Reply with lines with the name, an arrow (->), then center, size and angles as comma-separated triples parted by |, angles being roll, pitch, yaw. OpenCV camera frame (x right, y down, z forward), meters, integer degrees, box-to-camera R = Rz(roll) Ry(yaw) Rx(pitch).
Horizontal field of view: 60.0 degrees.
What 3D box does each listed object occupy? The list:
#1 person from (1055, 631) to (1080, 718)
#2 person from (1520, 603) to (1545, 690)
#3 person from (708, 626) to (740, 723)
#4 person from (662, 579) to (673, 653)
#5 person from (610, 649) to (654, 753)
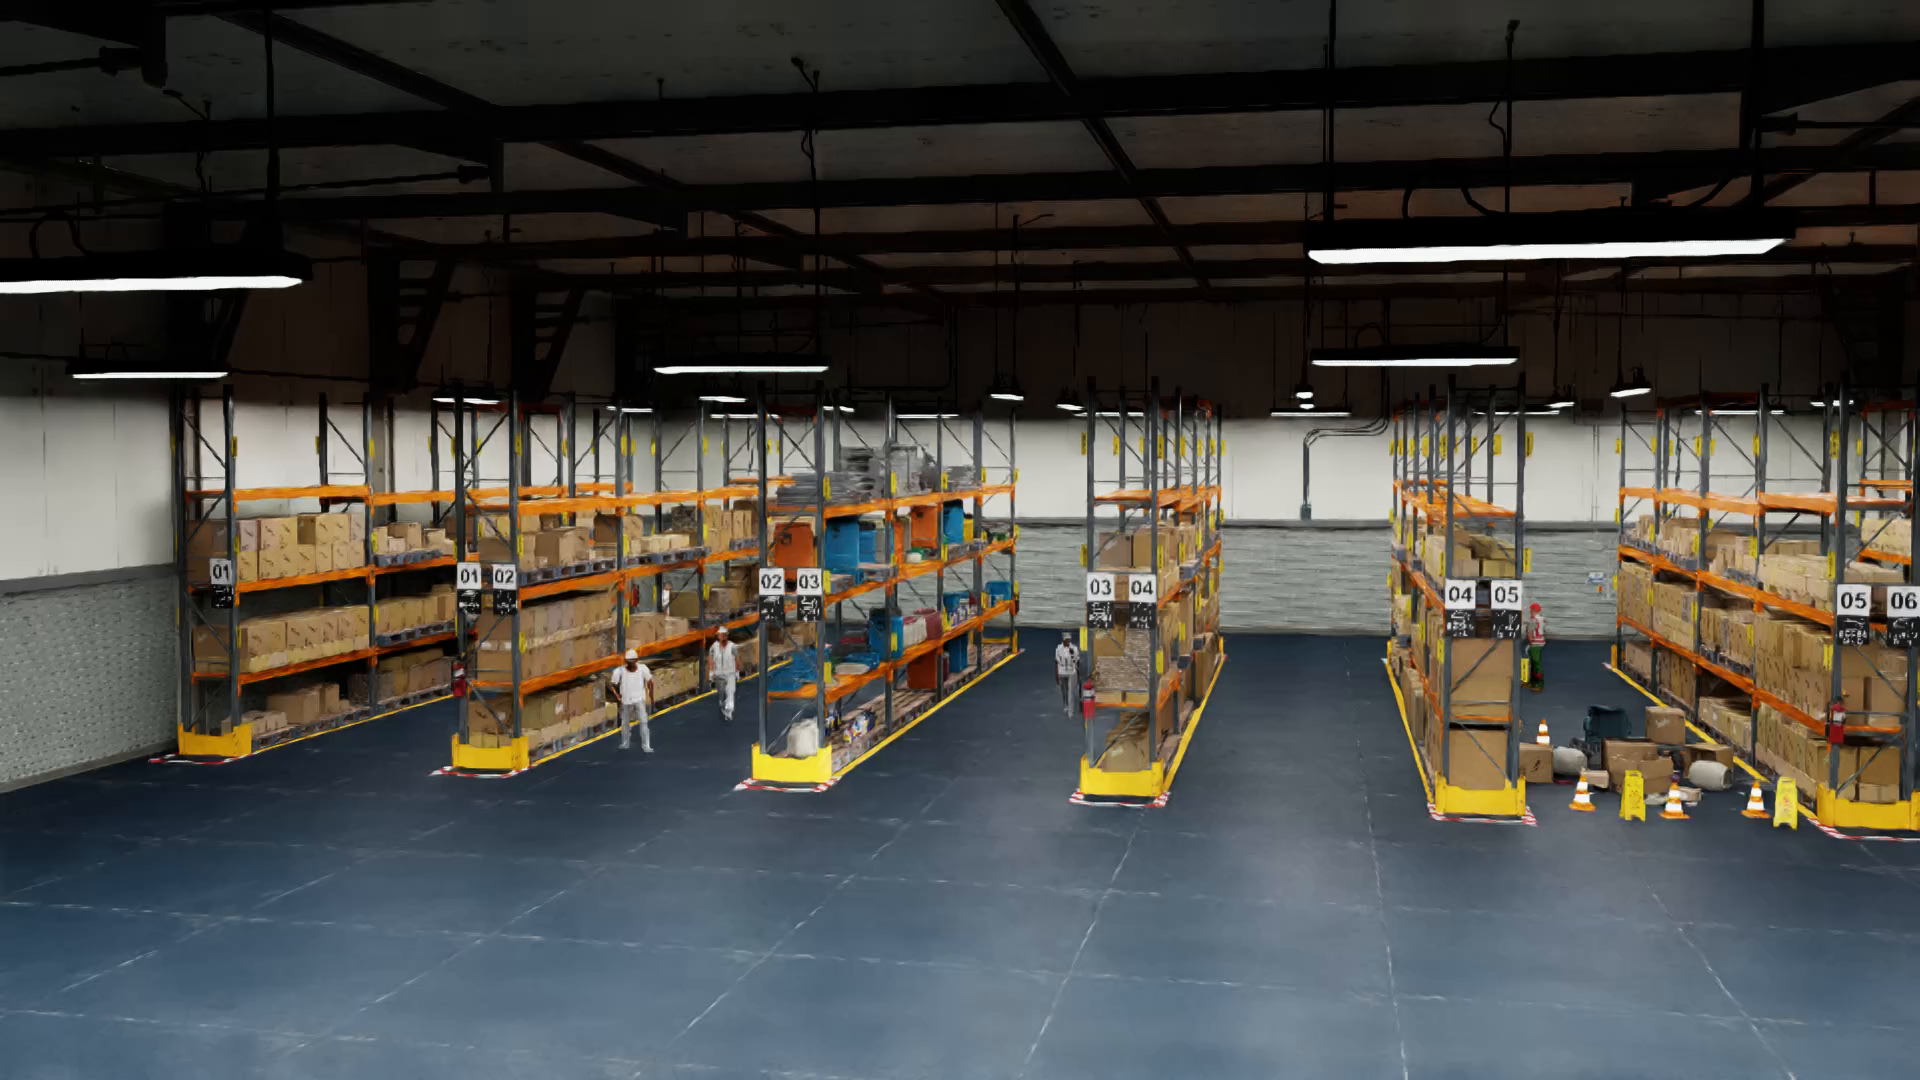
person -> 1.982, 2.466, 30.809 | 0.456, 1.589, 1.088 | 1, 3, 14
person -> 11.814, 2.177, 34.259 | 0.571, 1.786, 0.648 | 3, 4, 39
person -> -4.310, 2.432, 30.269 | 0.527, 1.727, 1.030 | 0, 3, 4
person -> -7.103, 1.838, 40.500 | 0.417, 1.772, 0.691 | 0, 3, 1
person -> -5.360, 2.617, 27.223 | 0.711, 1.695, 0.815 | 0, 3, -7
